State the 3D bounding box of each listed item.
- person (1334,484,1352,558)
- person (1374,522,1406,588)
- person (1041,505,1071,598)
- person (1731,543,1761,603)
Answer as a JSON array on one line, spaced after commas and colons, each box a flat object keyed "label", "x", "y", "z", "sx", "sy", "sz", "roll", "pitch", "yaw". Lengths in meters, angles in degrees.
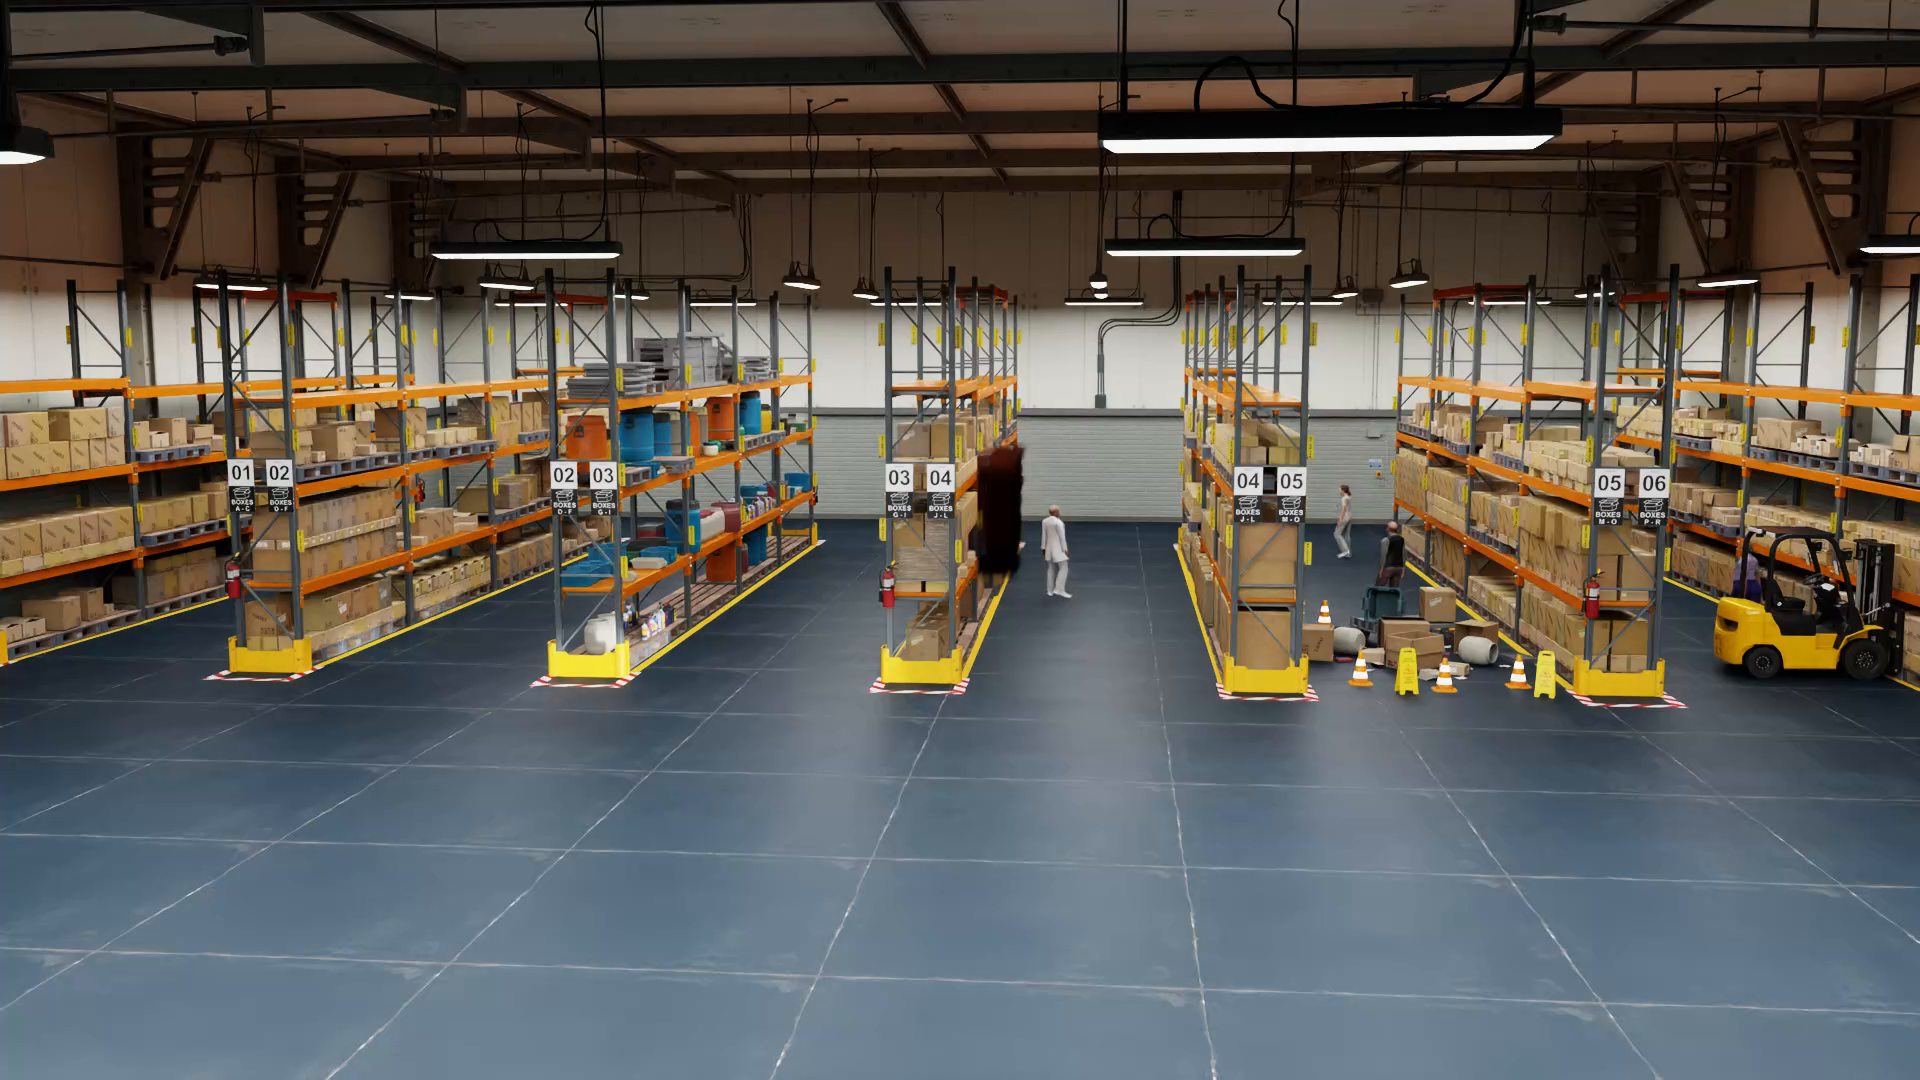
[{"label": "person", "x": 8.806, "y": -0.429, "z": 38.040, "sx": 0.394, "sy": 1.689, "sz": 0.505, "roll": 4, "pitch": 8, "yaw": 32}, {"label": "person", "x": 7.730, "y": 0.539, "z": 29.828, "sx": 0.563, "sy": 1.743, "sz": 0.406, "roll": -3, "pitch": 7, "yaw": -21}, {"label": "person", "x": 1.868, "y": 0.209, "z": 32.257, "sx": 0.462, "sy": 1.778, "sz": 0.767, "roll": -6, "pitch": 9, "yaw": -40}, {"label": "person", "x": 13.042, "y": 0.869, "z": 27.585, "sx": 0.488, "sy": 1.670, "sz": 0.701, "roll": -1, "pitch": 7, "yaw": -7}]
